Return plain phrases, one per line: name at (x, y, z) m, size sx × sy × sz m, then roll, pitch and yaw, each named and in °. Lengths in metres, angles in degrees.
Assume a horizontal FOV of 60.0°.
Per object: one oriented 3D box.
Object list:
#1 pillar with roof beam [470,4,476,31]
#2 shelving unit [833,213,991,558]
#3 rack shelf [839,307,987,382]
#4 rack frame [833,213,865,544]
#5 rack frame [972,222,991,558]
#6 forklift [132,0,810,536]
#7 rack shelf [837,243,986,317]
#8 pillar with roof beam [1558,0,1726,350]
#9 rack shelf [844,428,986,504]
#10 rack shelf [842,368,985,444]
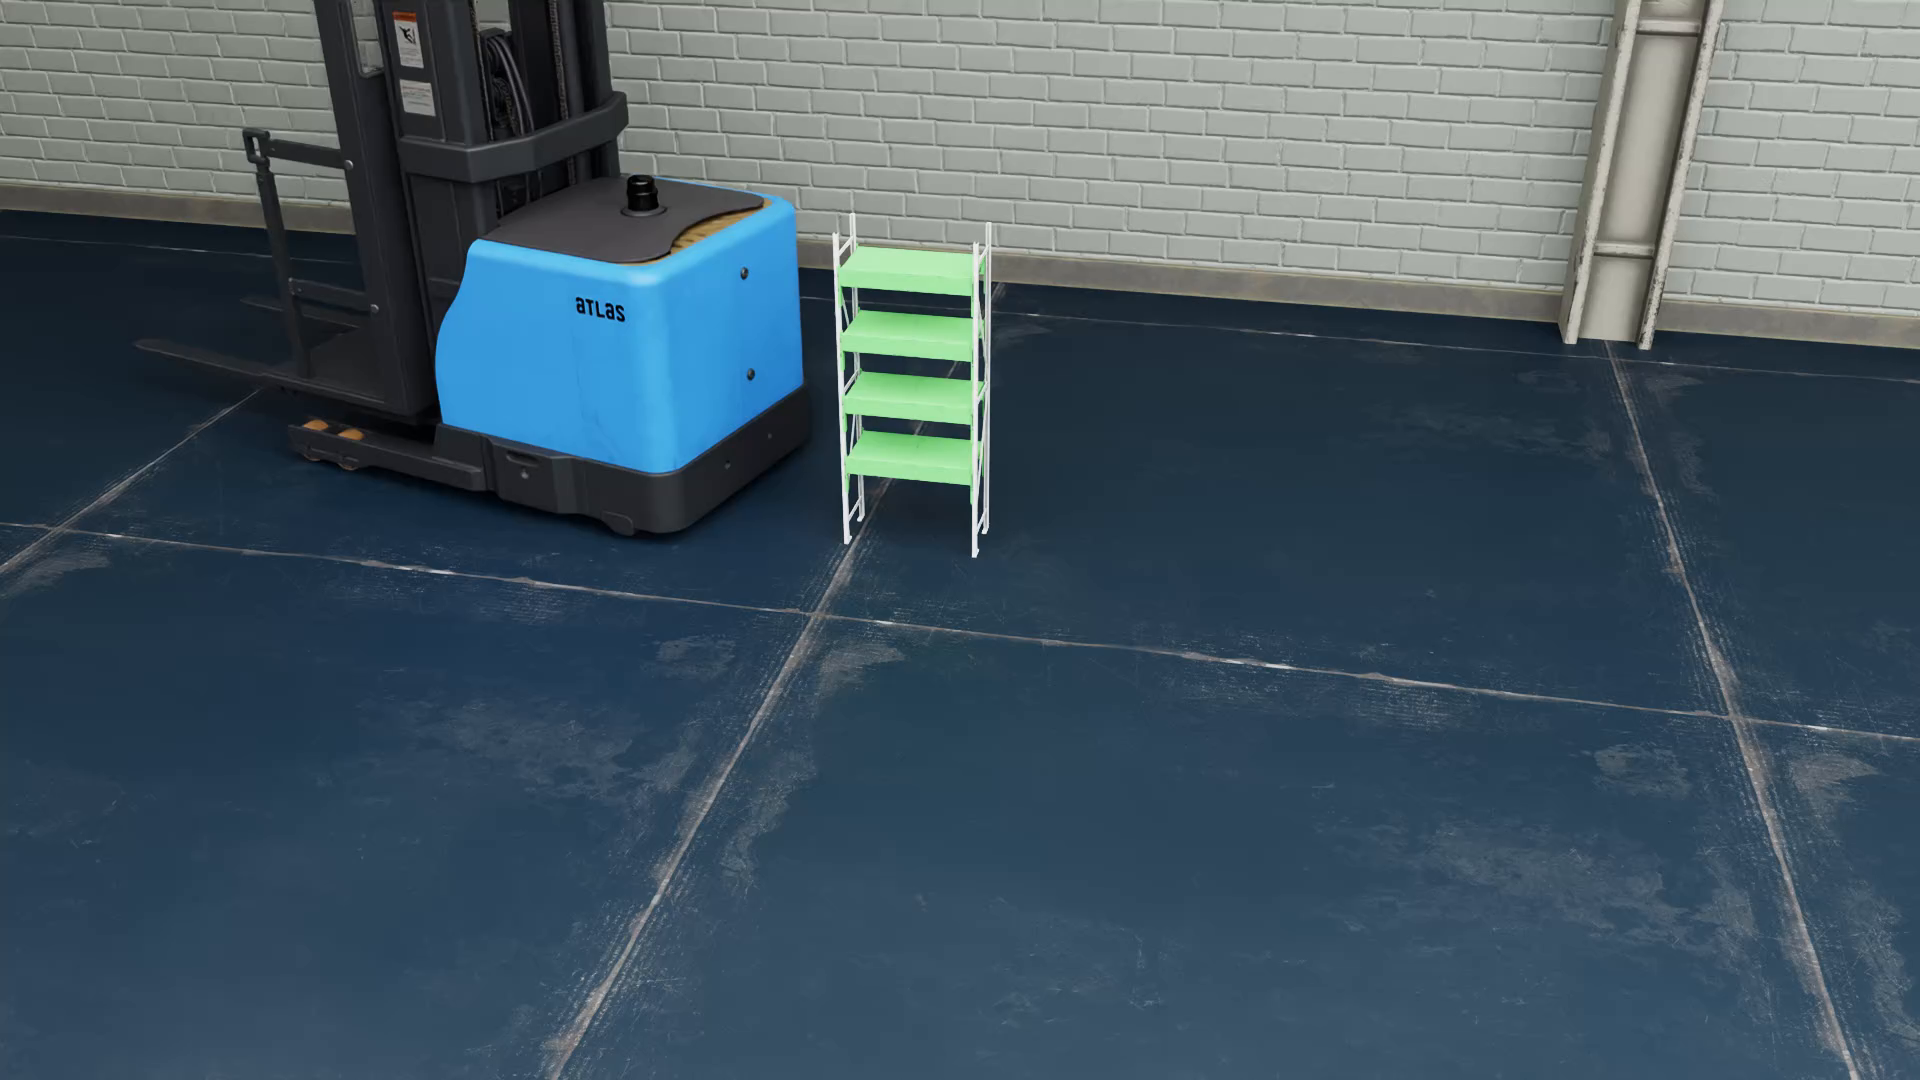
pillar with roof beam at (-3.645, -3.524, 3.315) m, size 0.400 × 9.000 × 9.100 m, roll 6°, pitch 29°, yaw 11°
shelving unit at (-0.162, -0.543, 5.992) m, size 0.503 × 1.200 × 0.258 m, roll 6°, pitch 29°, yaw 11°
rack shelf at (-0.162, -0.697, 5.908) m, size 0.480 × 0.148 × 0.258 m, roll 6°, pitch 29°, yaw 11°
rack frame at (-0.401, -0.567, 6.037) m, size 0.015 × 1.200 × 0.240 m, roll 6°, pitch 29°, yaw 11°
rack frame at (0.077, -0.518, 5.947) m, size 0.015 × 1.200 × 0.240 m, roll 6°, pitch 29°, yaw 11°
forklift at (-2.175, -1.779, 6.448) m, size 3.031 × 2.935 × 1.130 m, roll 13°, pitch 31°, yaw 23°
rack shelf at (-0.162, -0.908, 5.792) m, size 0.480 × 0.148 × 0.258 m, roll 6°, pitch 29°, yaw 11°
pillar with roof beam at (2.223, -2.922, 2.216) m, size 0.400 × 9.000 × 9.100 m, roll 6°, pitch 29°, yaw 11°
rack shelf at (-0.162, -0.276, 6.138) m, size 0.480 × 0.148 × 0.258 m, roll 6°, pitch 29°, yaw 11°
rack shelf at (-0.162, -0.487, 6.023) m, size 0.480 × 0.148 × 0.258 m, roll 6°, pitch 29°, yaw 11°
